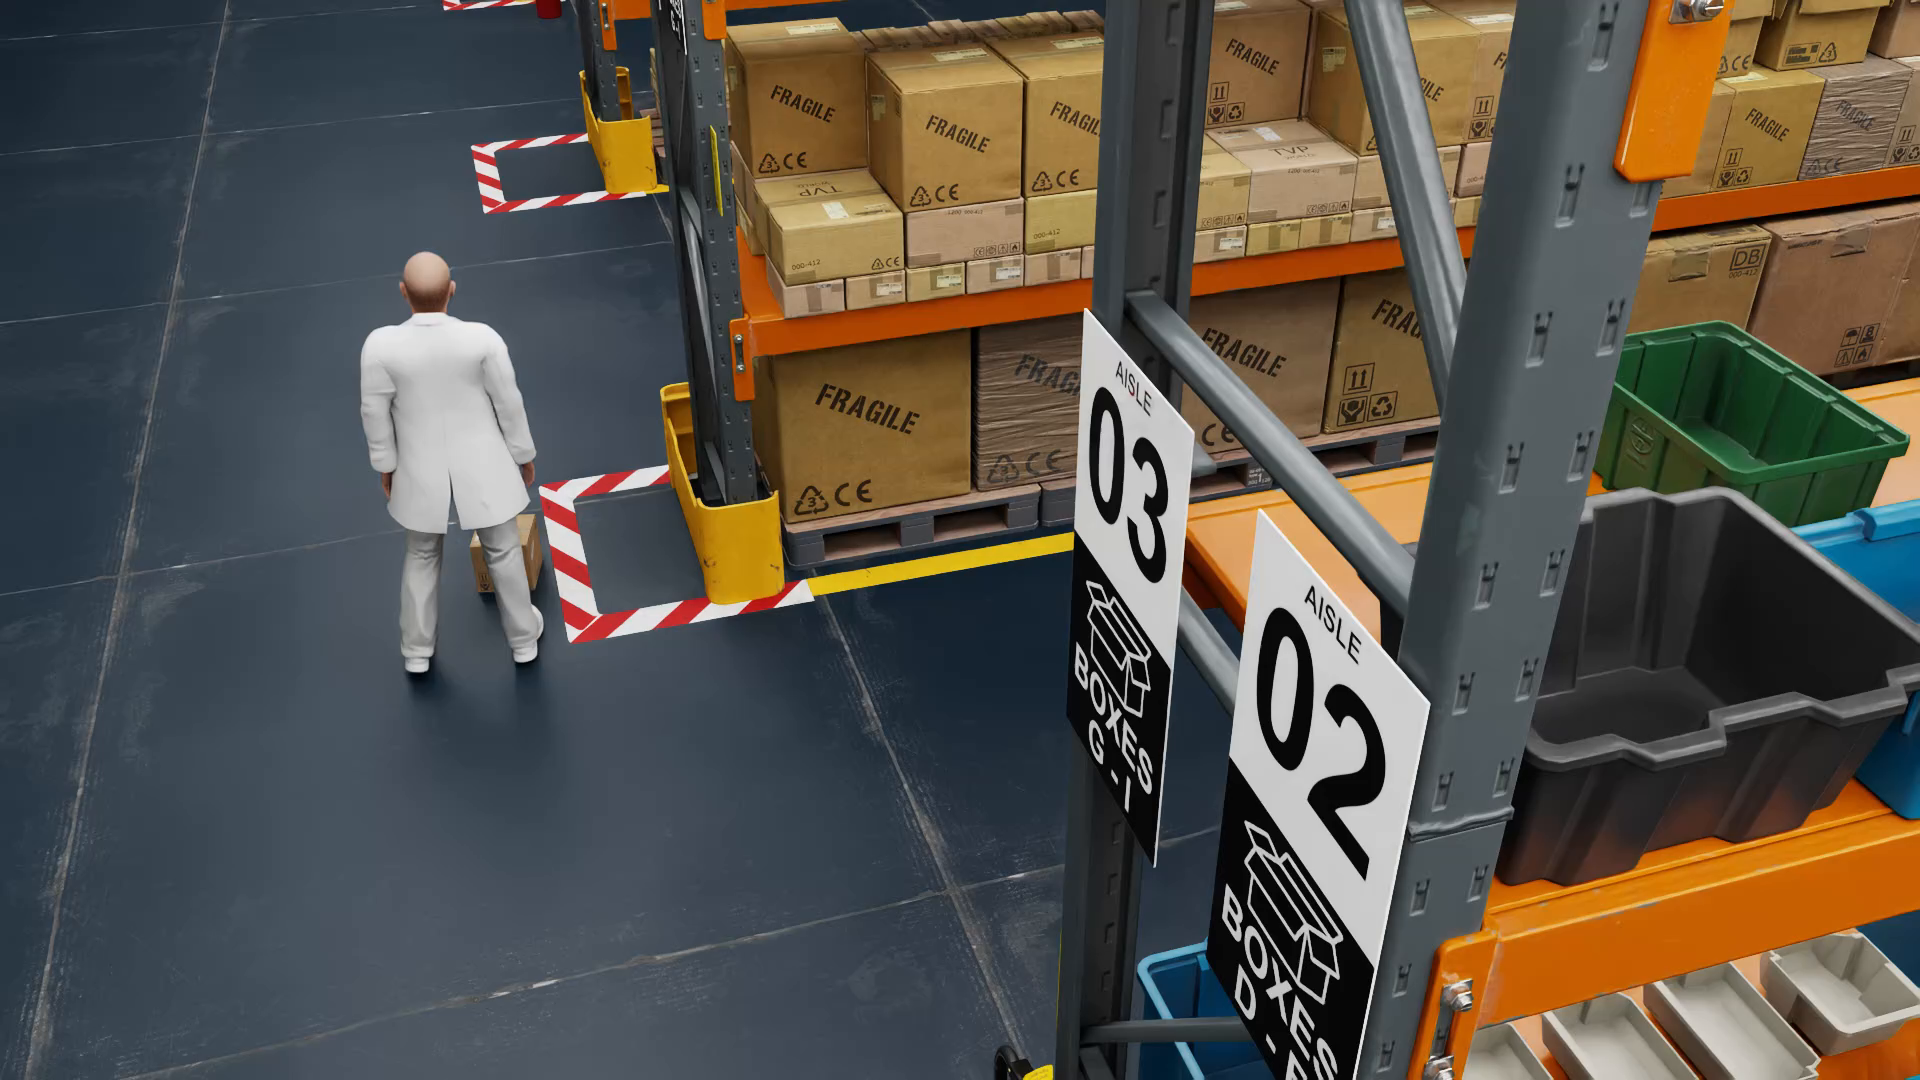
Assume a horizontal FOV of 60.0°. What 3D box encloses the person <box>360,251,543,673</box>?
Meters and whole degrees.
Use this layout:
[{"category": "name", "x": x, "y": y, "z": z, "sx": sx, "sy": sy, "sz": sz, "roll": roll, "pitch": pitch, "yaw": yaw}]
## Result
[{"category": "person", "x": -2.013, "y": -0.292, "z": 6.568, "sx": 0.667, "sy": 1.779, "sz": 0.416, "roll": -5, "pitch": 34, "yaw": -7}]
